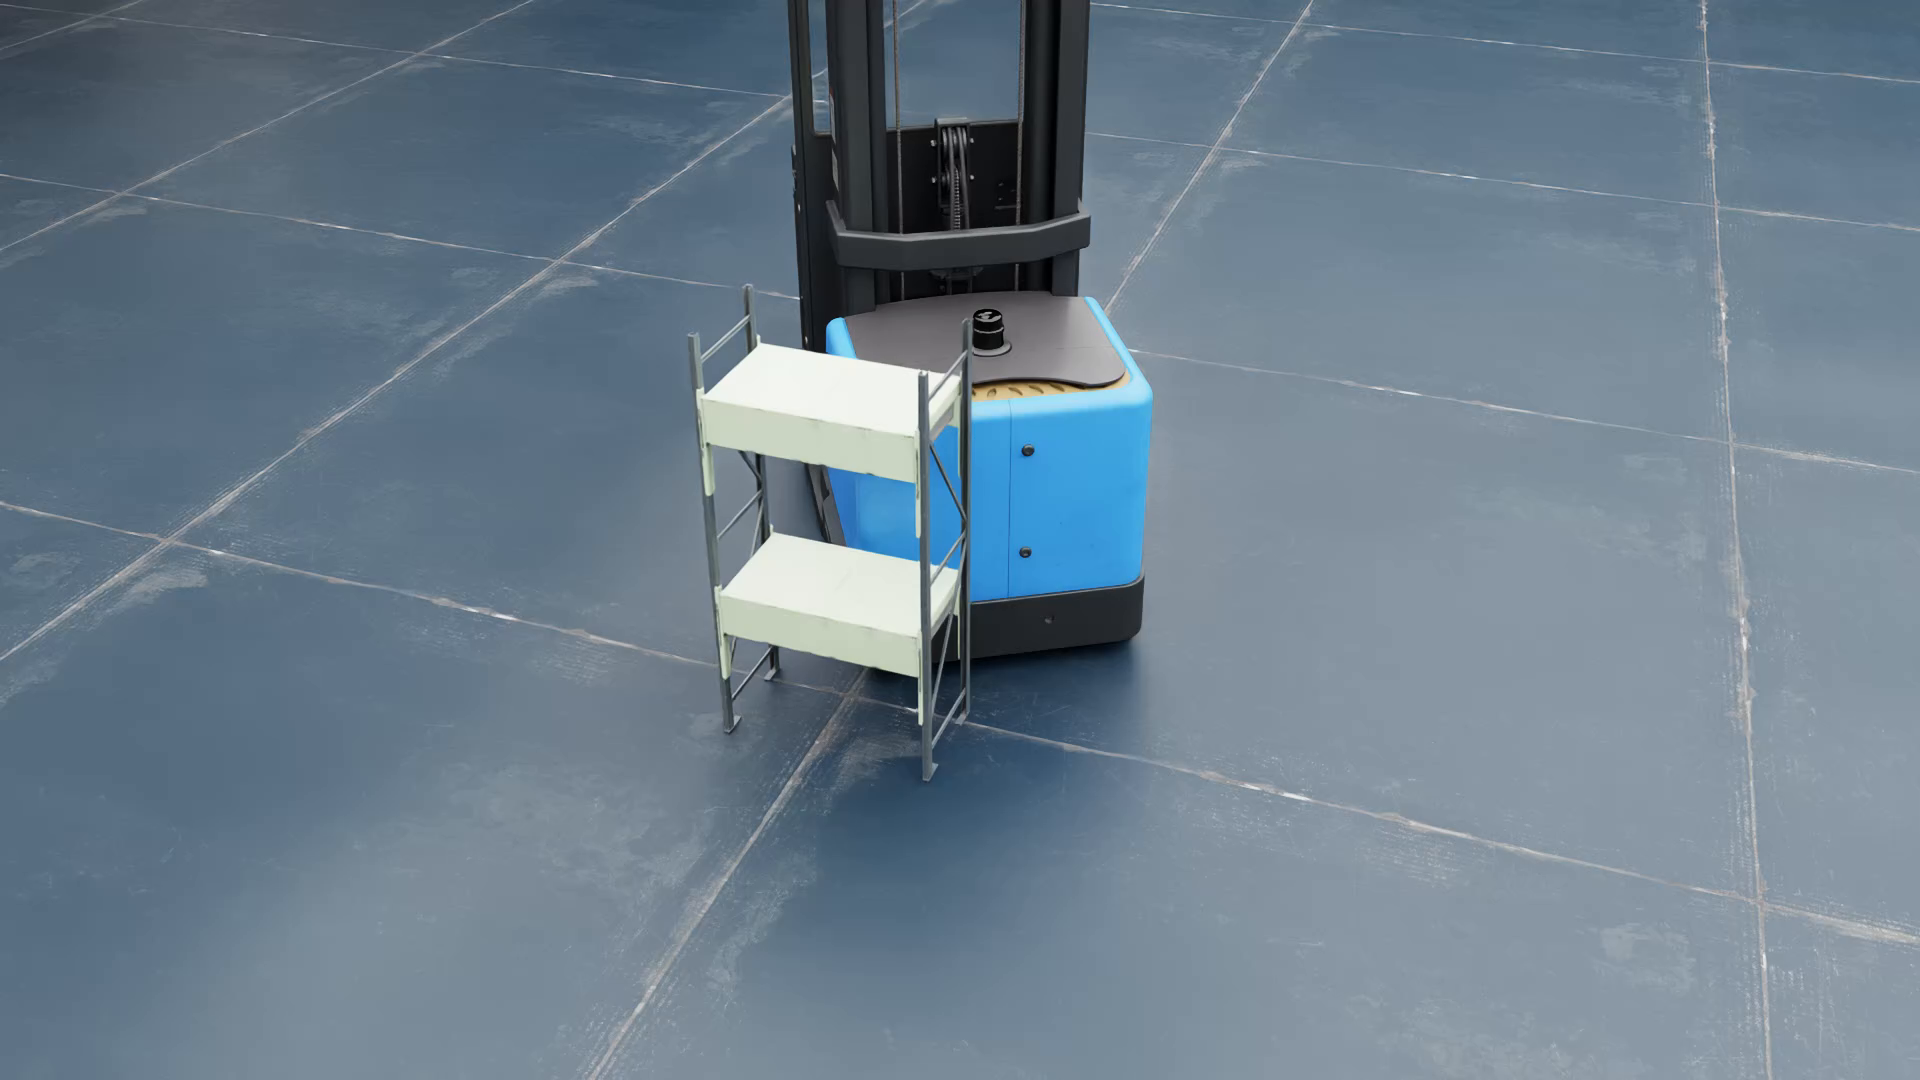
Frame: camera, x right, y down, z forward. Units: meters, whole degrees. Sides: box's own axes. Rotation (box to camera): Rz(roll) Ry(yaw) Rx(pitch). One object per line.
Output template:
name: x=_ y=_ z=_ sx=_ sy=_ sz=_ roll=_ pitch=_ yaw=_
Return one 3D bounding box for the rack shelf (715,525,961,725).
rack shelf: x=-0.388 y=0.273 z=5.543 sx=0.720 sy=0.370 sz=0.431 roll=11 pitch=34 yaw=17

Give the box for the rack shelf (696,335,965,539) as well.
rack shelf: x=-0.386 y=-0.331 z=5.158 sx=0.720 sy=0.370 sz=0.431 roll=11 pitch=34 yaw=17

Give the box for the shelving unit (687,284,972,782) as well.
shelving unit: x=-0.387 y=-0.002 z=5.367 sx=0.755 sy=1.500 sz=0.431 roll=11 pitch=34 yaw=17

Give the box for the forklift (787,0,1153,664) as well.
forklift: x=-0.121 y=-1.565 z=6.471 sx=1.130 sy=2.935 sz=3.031 roll=-6 pitch=33 yaw=-9

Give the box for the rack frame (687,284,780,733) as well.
rack frame: x=-0.731 y=-0.070 z=5.473 sx=0.023 sy=1.500 sz=0.400 roll=11 pitch=34 yaw=17

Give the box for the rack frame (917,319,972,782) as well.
rack frame: x=-0.043 y=0.067 z=5.261 sx=0.023 sy=1.500 sz=0.400 roll=11 pitch=34 yaw=17
